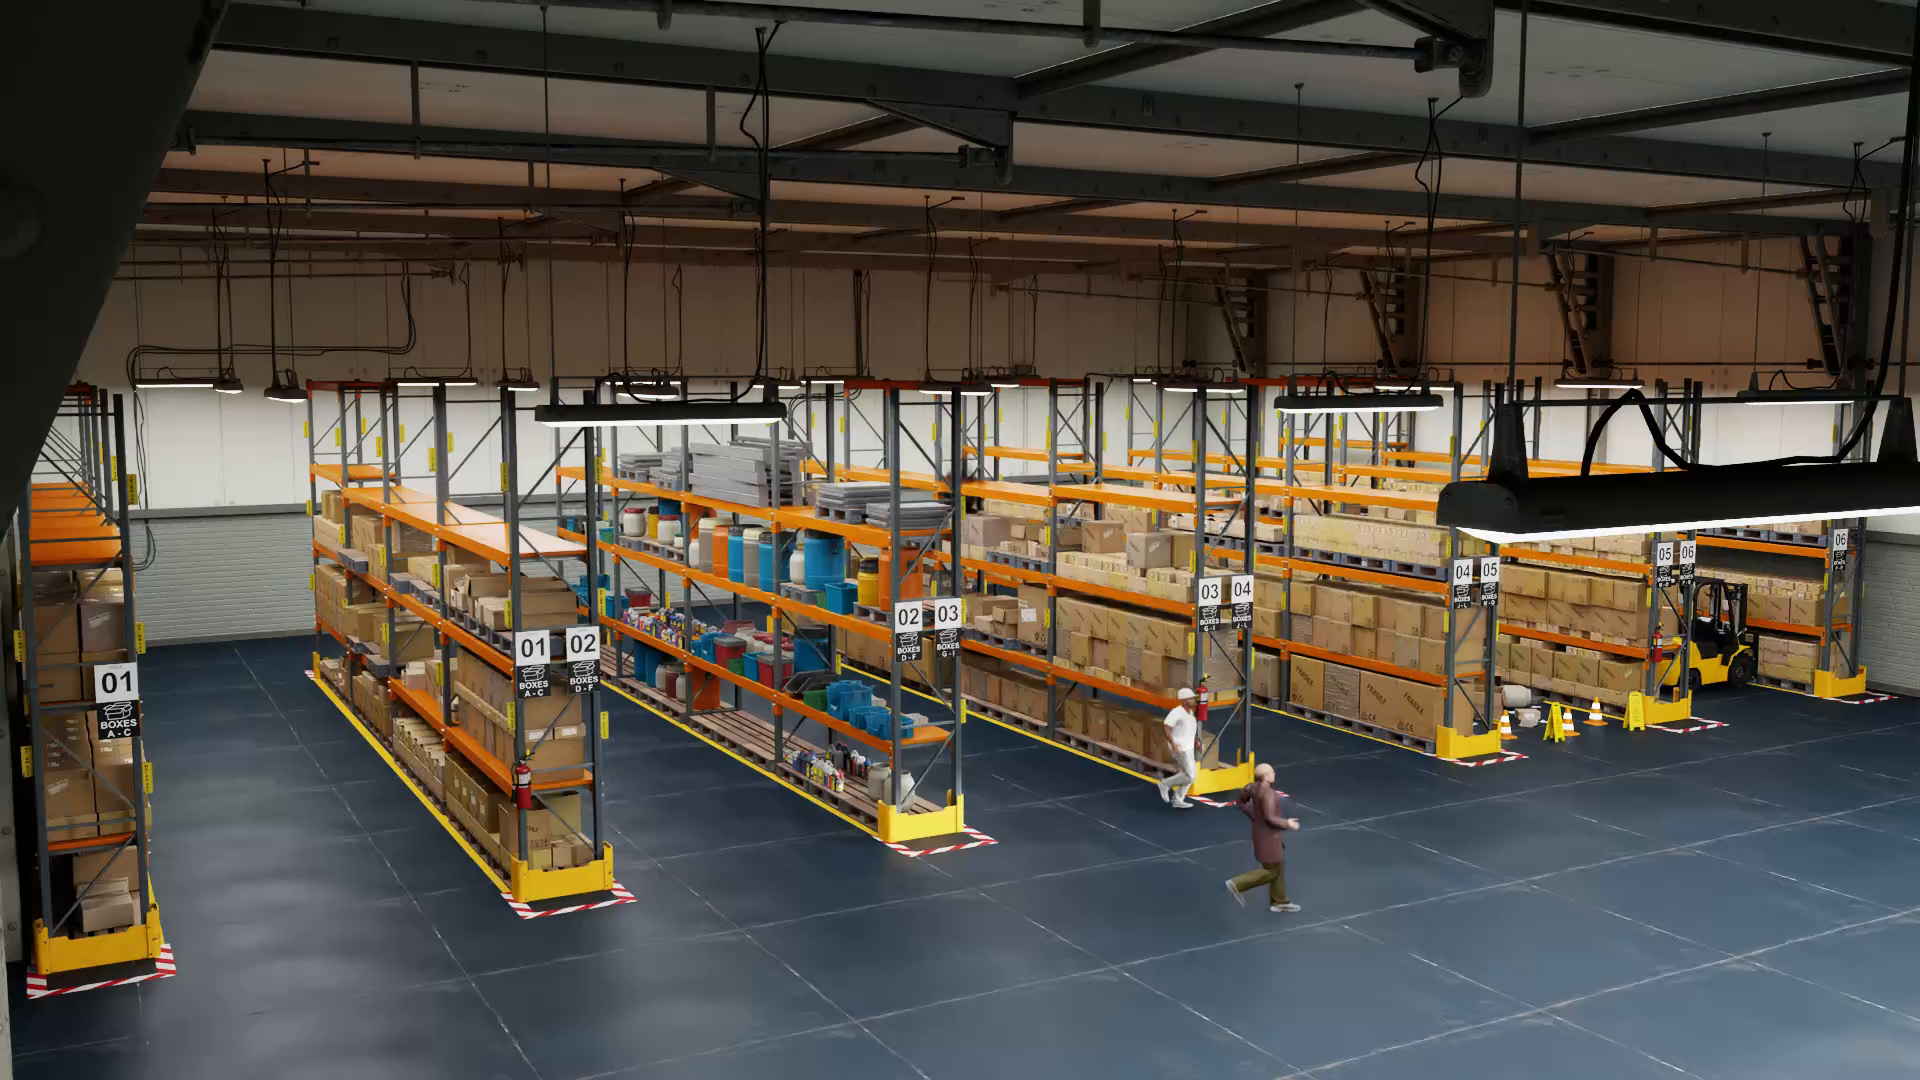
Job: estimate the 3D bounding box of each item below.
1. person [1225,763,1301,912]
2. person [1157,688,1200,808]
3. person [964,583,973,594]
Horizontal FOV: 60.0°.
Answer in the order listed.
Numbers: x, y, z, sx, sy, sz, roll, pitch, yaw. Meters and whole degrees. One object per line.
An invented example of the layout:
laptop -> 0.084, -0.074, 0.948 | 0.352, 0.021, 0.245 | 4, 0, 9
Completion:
person -> 3.481, 3.430, 19.089 | 0.945, 1.762, 0.709 | -1, 6, -9
person -> 3.145, 2.967, 23.729 | 0.548, 1.725, 0.734 | 3, 7, 28
person -> 0.150, 1.762, 35.086 | 0.550, 1.758, 0.777 | -4, 7, -34
